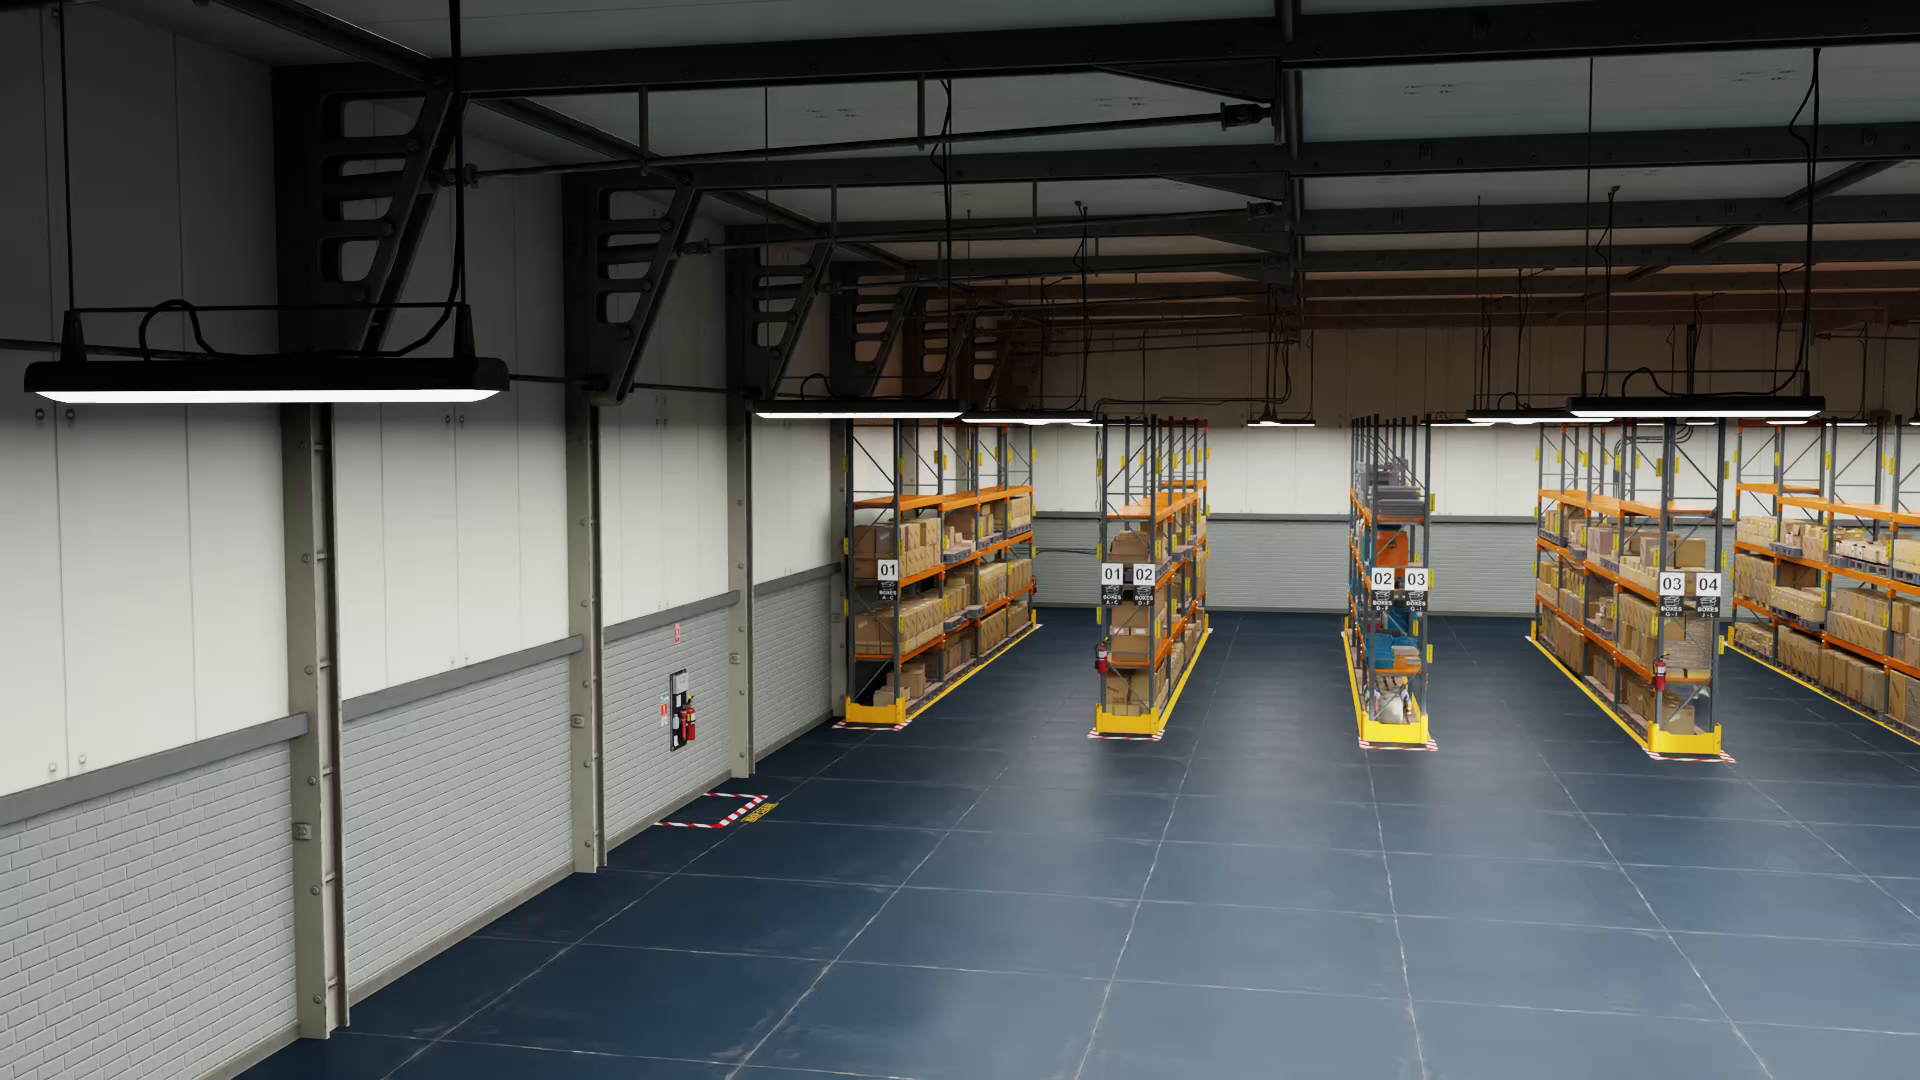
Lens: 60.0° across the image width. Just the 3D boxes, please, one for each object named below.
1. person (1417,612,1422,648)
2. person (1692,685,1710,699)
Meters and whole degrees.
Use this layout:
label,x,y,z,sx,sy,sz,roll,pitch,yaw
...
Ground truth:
label,x,y,z,sx,sy,sz,roll,pitch,yaw
person,11.987,1.992,43.592,0.425,1.617,1.058,0,4,-4
person,15.633,2.583,35.225,0.463,1.596,0.471,1,4,14
